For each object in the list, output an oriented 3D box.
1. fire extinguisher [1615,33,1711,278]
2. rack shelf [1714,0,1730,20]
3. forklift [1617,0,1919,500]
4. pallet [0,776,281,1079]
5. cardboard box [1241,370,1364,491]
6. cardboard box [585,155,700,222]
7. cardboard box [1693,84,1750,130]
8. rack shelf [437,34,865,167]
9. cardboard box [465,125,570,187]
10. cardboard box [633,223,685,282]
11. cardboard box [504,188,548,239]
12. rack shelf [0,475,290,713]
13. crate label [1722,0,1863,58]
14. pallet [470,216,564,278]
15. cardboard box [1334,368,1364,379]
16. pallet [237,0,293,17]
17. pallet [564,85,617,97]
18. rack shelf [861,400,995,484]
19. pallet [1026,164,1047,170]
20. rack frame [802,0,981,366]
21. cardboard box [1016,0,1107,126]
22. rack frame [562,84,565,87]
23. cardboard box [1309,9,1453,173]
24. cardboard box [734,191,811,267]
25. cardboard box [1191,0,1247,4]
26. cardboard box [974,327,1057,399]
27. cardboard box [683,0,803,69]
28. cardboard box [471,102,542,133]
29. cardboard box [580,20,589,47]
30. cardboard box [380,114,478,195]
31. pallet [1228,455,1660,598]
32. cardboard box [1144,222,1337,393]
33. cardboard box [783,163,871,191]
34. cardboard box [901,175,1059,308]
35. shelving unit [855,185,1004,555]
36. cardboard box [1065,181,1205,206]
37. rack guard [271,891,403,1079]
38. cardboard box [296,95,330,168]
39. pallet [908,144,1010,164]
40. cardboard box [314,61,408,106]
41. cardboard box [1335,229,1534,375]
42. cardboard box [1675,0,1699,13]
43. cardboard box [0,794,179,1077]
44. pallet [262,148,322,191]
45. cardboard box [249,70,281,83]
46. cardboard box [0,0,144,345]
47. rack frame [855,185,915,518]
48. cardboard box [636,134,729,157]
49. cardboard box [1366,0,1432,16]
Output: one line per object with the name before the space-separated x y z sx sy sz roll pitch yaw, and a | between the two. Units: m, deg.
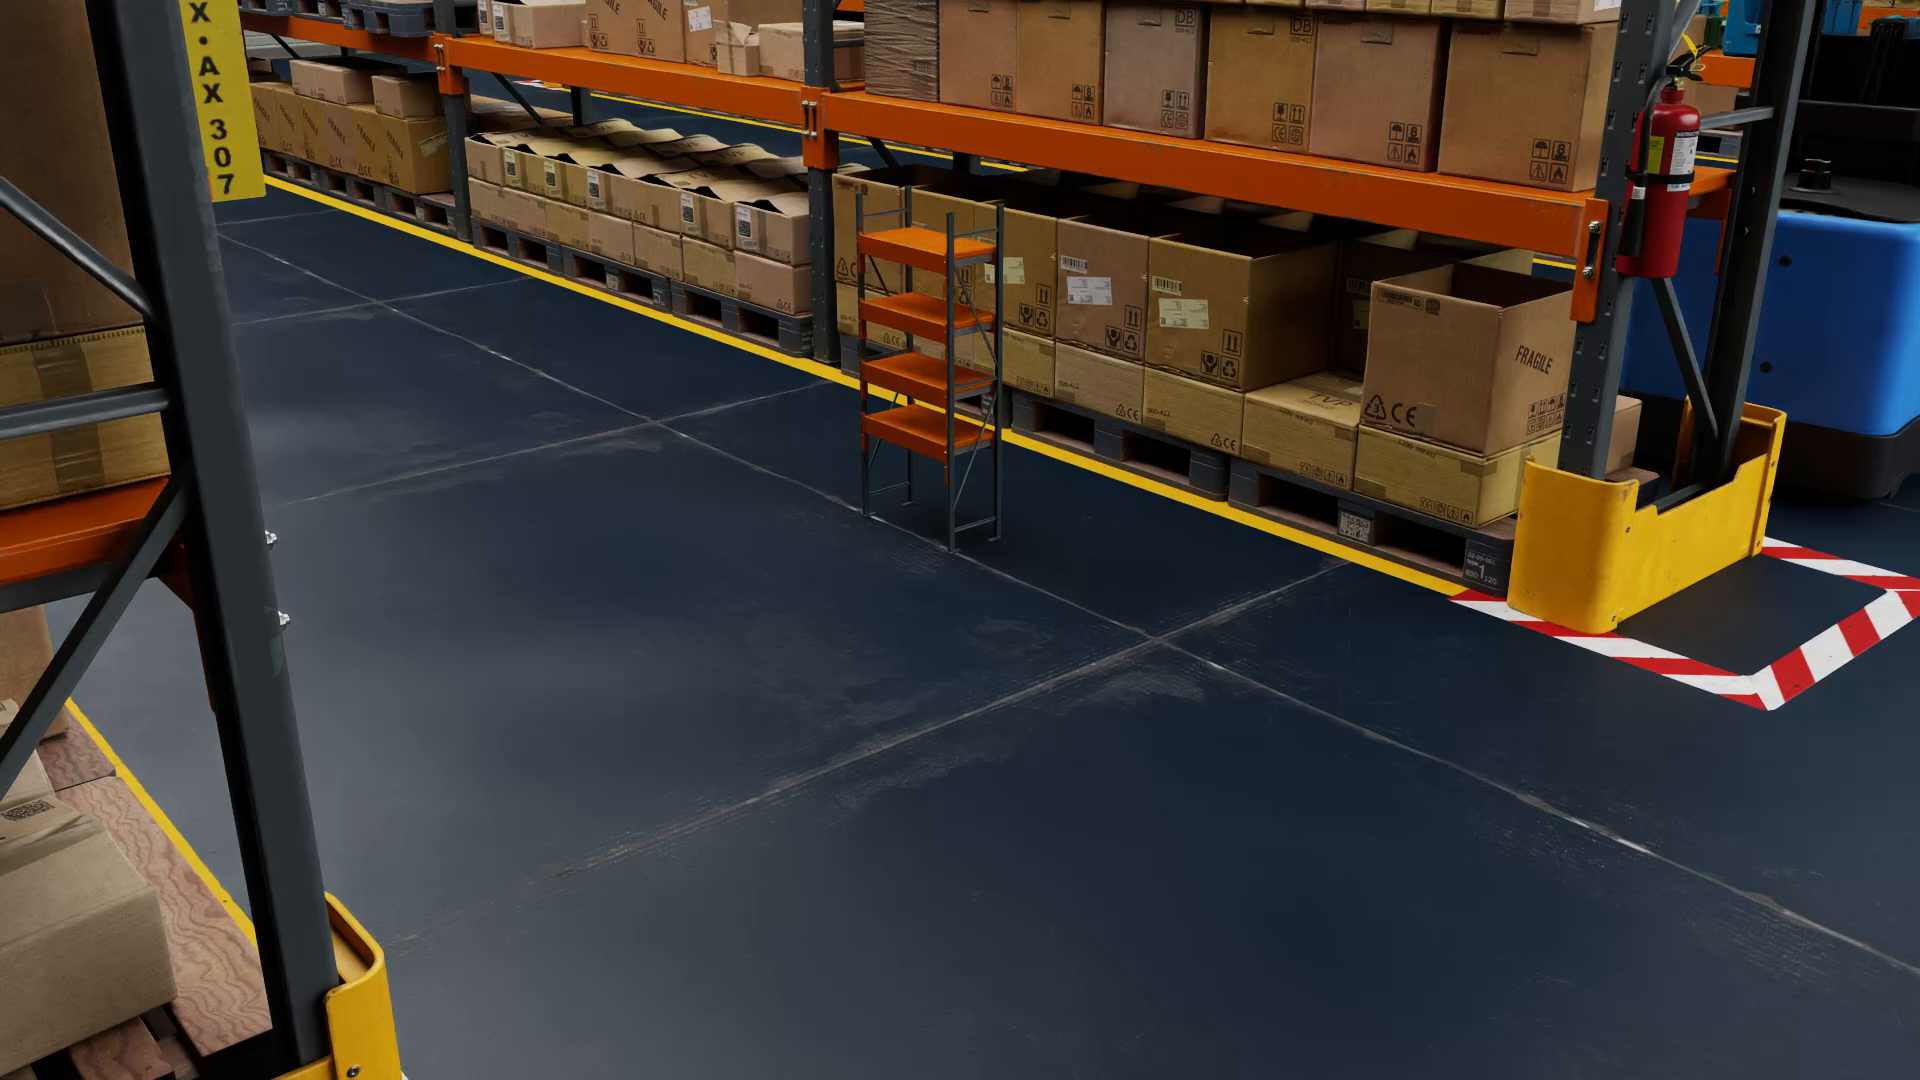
fire extinguisher | 2.027 -1.104 4.795 0.296 0.674 0.183 -17 27 -37
rack shelf | 5.893 -4.963 15.529 1.077 0.370 4.000 -17 27 -37
forklift | 4.009 -1.973 7.002 1.130 2.935 3.031 18 28 39
pallet | -2.002 0.942 3.290 1.003 0.211 1.213 -17 27 -37
cardboard box | 1.393 -0.411 6.116 0.500 0.250 0.500 -17 27 -37
cardboard box | -1.784 -2.029 9.476 0.500 0.311 0.500 -18 28 -38
cardboard box | 6.814 -3.961 14.809 0.500 0.500 0.700 20 29 41
rack shelf | -1.615 -2.606 9.510 1.077 0.370 4.000 -17 27 -37
cardboard box | -2.801 -2.455 10.565 0.500 0.311 0.500 -16 27 -36
cardboard box | -1.463 -1.630 9.228 0.500 0.250 0.500 -17 27 -36
cardboard box | -2.472 -2.055 10.313 0.500 0.250 0.500 -18 28 -39
rack shelf | -2.754 -0.320 3.675 1.077 0.370 4.000 -17 27 -37
crate label | 4.651 -2.922 9.282 0.502 0.435 0.616 -17 27 -37
pallet | -2.412 -1.958 10.694 1.003 0.211 1.213 -17 27 -37
cardboard box | 1.791 -0.537 6.436 0.500 0.250 0.500 -17 27 -37
pallet | -5.092 -4.262 13.017 1.003 0.211 1.213 -17 27 -37
pallet | -3.878 -5.346 19.344 1.003 0.211 1.213 -17 27 -37
rack shelf | -0.108 -0.357 5.979 0.258 0.148 0.480 -17 27 -37
pallet | 1.311 -3.150 13.736 1.003 0.211 1.213 -17 27 -37
rack frame | -0.309 -2.388 7.968 1.000 3.000 0.127 -17 27 -37
cardboard box | 0.659 -2.030 6.917 0.700 0.500 0.500 -17 27 -37
rack frame | -4.387 -6.882 19.441 1.000 3.000 0.127 -17 27 -37
cardboard box | 1.660 -1.606 5.833 0.700 0.500 0.500 -17 27 -36
cardboard box | -0.791 -1.608 8.402 0.500 0.311 0.500 -17 27 -37
cardboard box | 1.062 -2.049 6.077 0.380 0.149 0.250 -17 27 -36
cardboard box | 0.409 -0.824 7.170 0.500 0.250 0.500 -17 27 -37
cardboard box | -1.142 -2.796 8.873 0.500 0.500 0.500 -15 26 -34
cardboard box | -3.347 -2.871 12.026 0.500 0.500 0.500 -19 28 -39
cardboard box | -2.045 -3.037 9.970 0.380 0.149 0.250 -15 26 -34
cardboard box | -3.708 -2.737 11.683 0.500 0.500 0.500 -16 27 -35
pallet | 1.771 -0.186 6.169 1.003 0.211 1.213 -17 27 -37
cardboard box | 1.063 -0.898 6.329 0.500 0.500 0.500 -17 27 -37
cardboard box | -0.713 -1.878 9.090 0.500 0.311 0.500 -18 28 -38
cardboard box | 0.089 -1.314 7.391 0.500 0.500 0.500 -17 27 -37
shelving unit | -0.108 -0.604 5.882 0.258 1.200 0.503 -17 27 -37
cardboard box | 0.806 -1.298 7.352 0.500 0.500 0.500 -17 27 -37
rack guard | -1.498 1.040 2.643 1.175 0.500 0.348 -17 27 -37
cardboard box | -4.723 -3.163 12.771 0.500 0.500 0.500 -17 27 -37
pallet | 0.289 -3.581 14.837 1.003 0.211 1.213 -17 27 -37
cardboard box | -4.419 -3.382 12.302 0.500 0.250 0.500 -18 28 -38
cardboard box | 1.793 -0.886 6.300 0.500 0.500 0.500 -17 27 -37
cardboard box | 2.209 -1.791 5.418 0.380 0.149 0.250 -18 27 -38
cardboard box | -1.832 0.732 3.086 0.500 0.311 0.500 19 28 39
pallet | -4.972 -3.084 13.569 1.003 0.211 1.213 -17 27 -37
cardboard box | -6.118 -3.729 14.217 0.500 0.500 0.500 -17 27 -37
cardboard box | -1.532 -0.595 2.540 0.500 0.500 0.500 -17 27 -37
rack frame | -0.267 -0.672 6.054 0.240 1.200 0.015 -17 27 -37
cardboard box | -1.720 -2.301 10.172 0.500 0.311 0.500 -18 27 -38
cardboard box | 1.569 -1.834 5.528 0.380 0.149 0.250 -18 28 -38
